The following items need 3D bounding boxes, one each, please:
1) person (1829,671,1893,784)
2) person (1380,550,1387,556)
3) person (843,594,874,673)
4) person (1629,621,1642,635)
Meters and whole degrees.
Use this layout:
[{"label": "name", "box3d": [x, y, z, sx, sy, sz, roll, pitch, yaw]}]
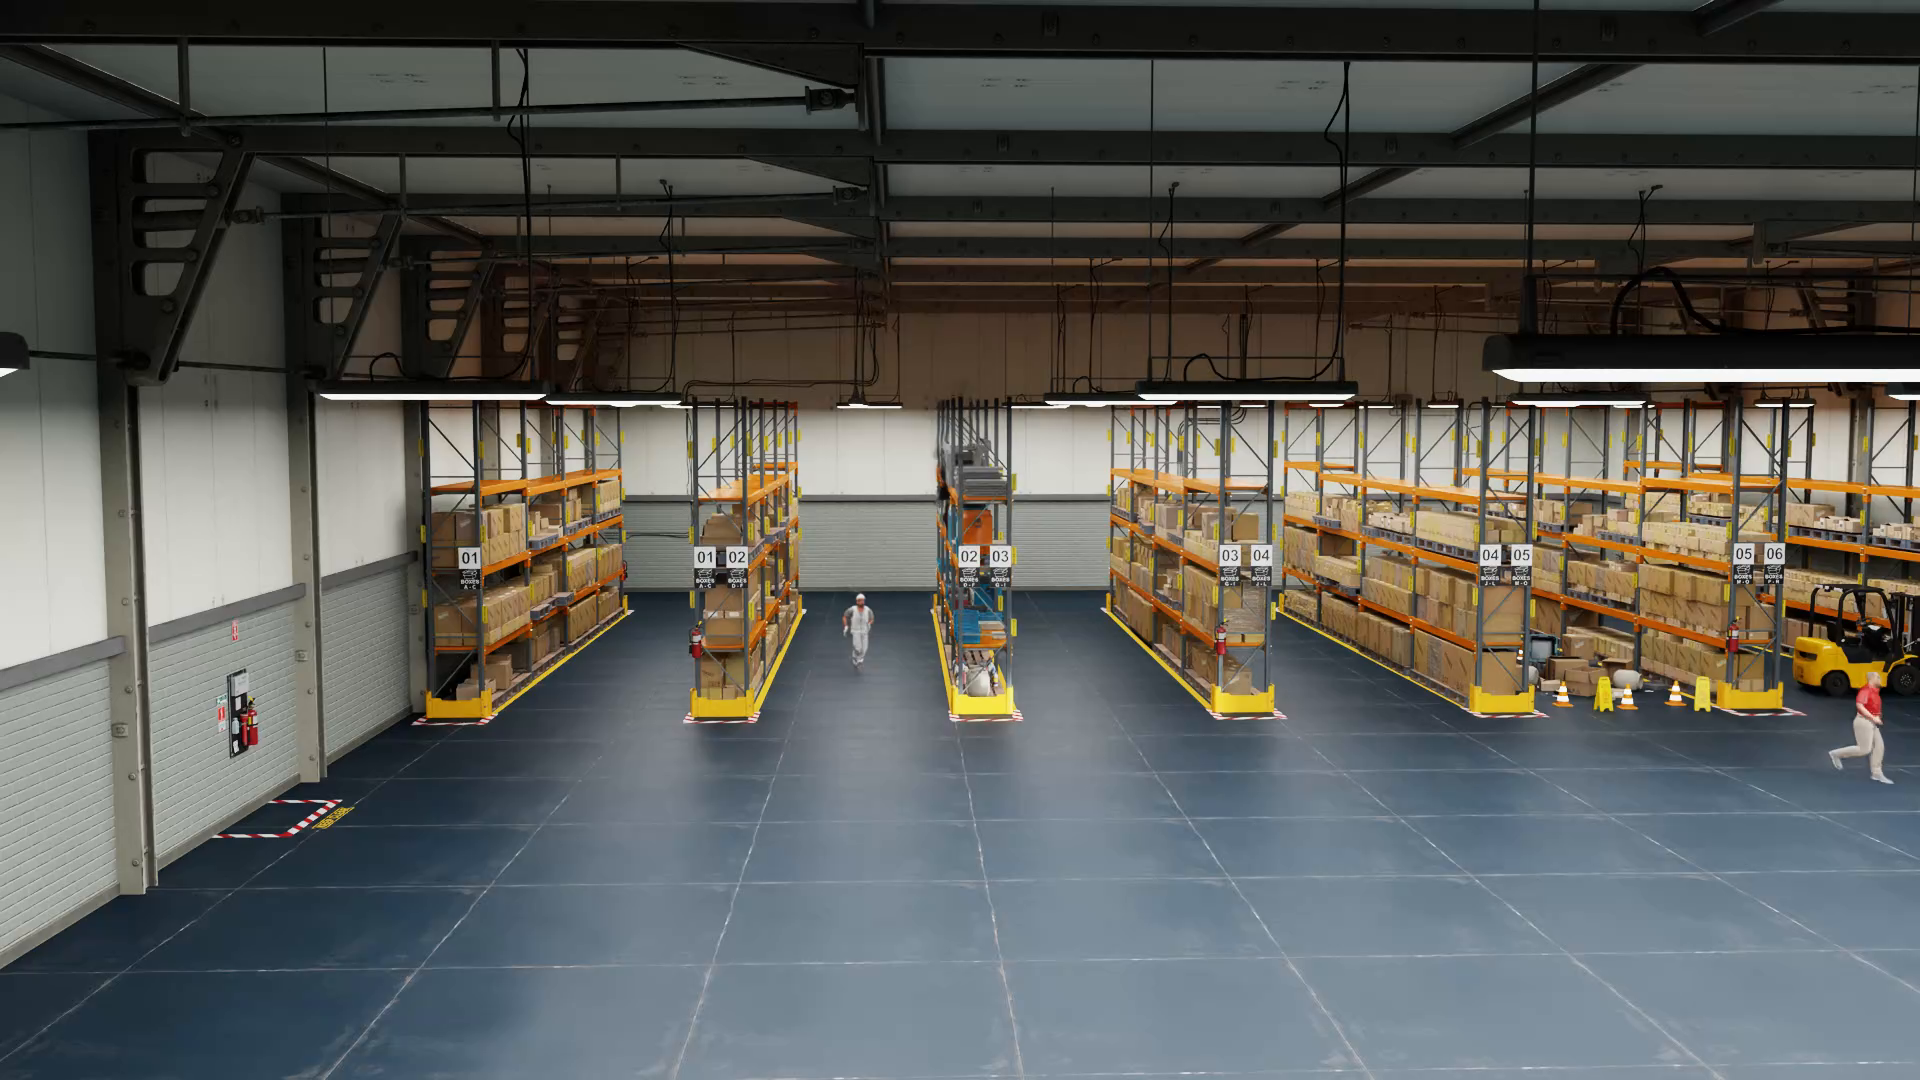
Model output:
[{"label": "person", "box3d": [14.066, 2.887, 25.884, 0.909, 1.722, 0.687, 4, 6, 39]}, {"label": "person", "box3d": [12.608, 1.119, 49.379, 0.769, 1.636, 0.607, -2, 5, -19]}, {"label": "person", "box3d": [-2.181, 2.038, 36.152, 0.654, 1.739, 0.739, -2, 5, -19]}, {"label": "person", "box3d": [17.191, 1.603, 42.085, 0.648, 1.737, 0.575, 0, 4, -4]}]
